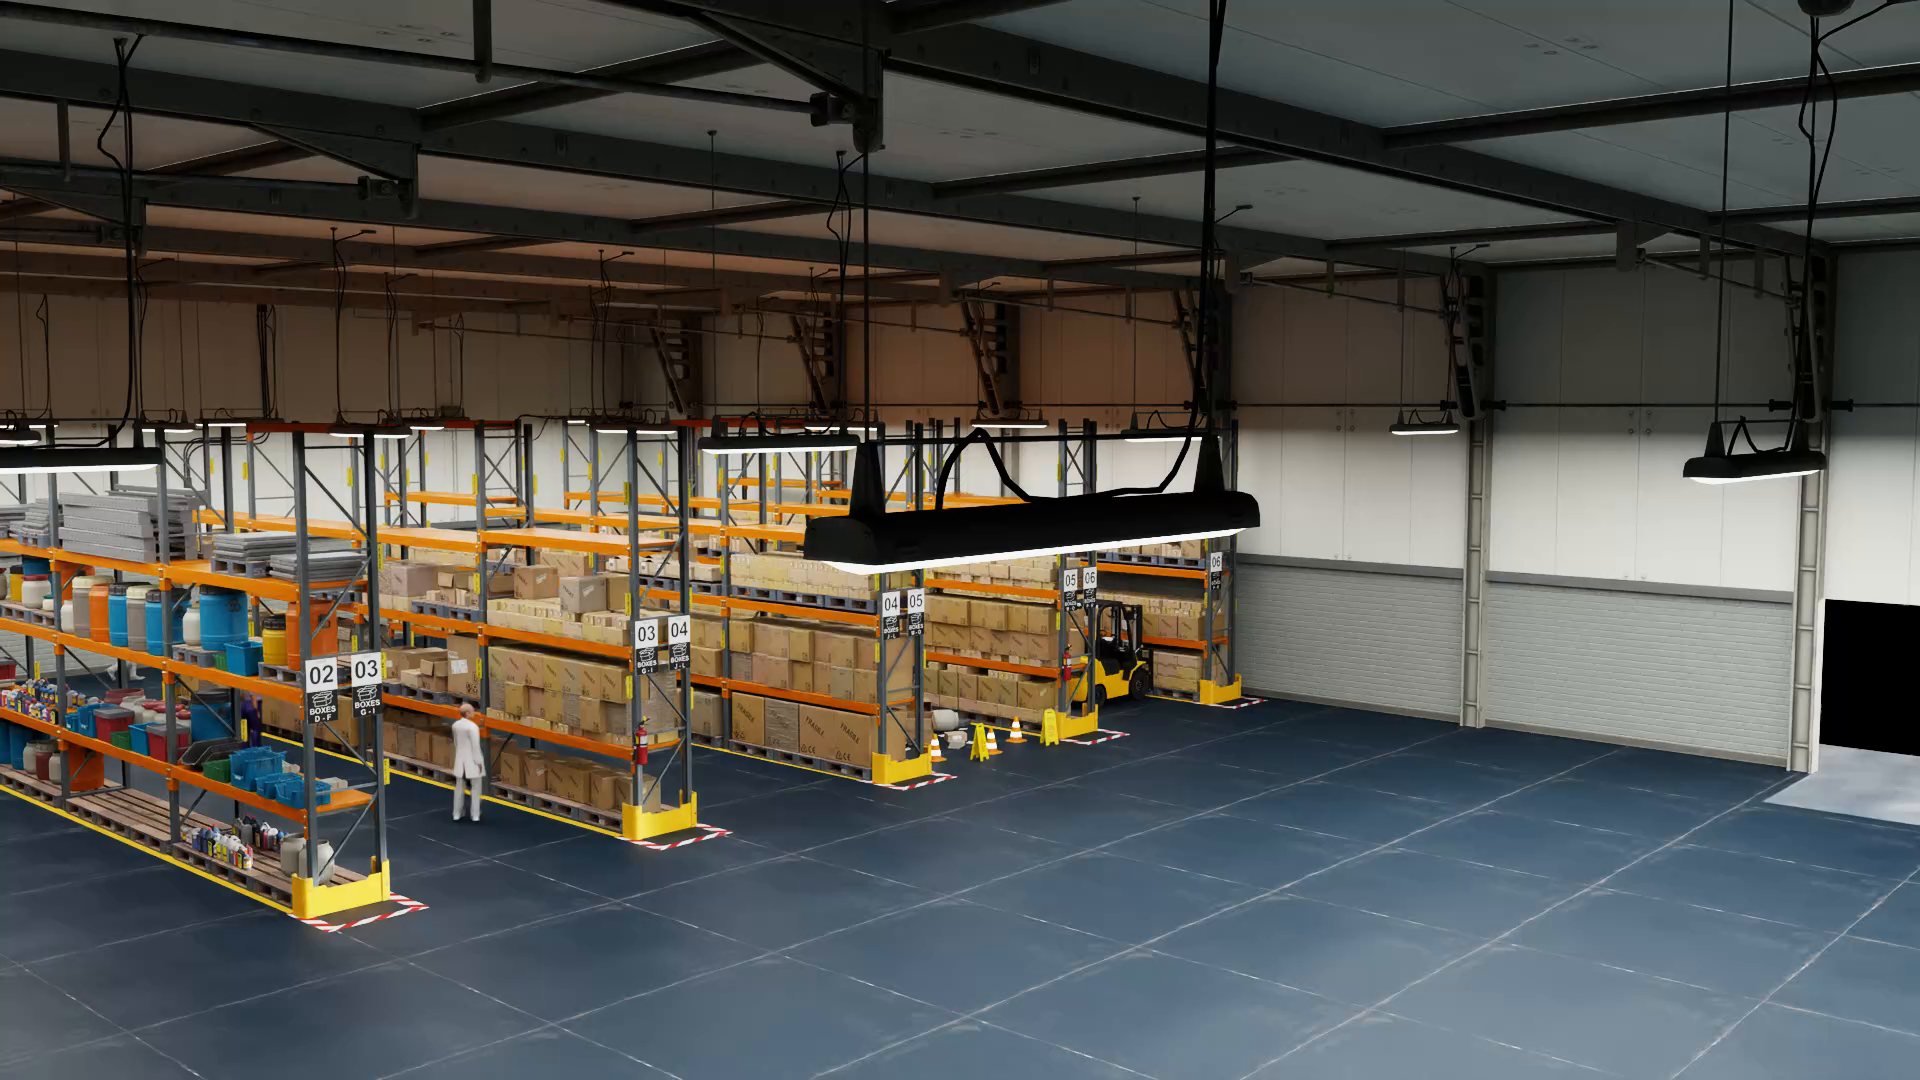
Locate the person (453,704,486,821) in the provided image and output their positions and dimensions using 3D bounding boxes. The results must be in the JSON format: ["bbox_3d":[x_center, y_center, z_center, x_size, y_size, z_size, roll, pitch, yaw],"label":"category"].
[{"bbox_3d":[-7.457,3.370,25.283,0.606,1.794,0.416,2,5,20],"label":"person"}]

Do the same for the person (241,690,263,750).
[{"bbox_3d":[-12.754,3.062,29.949,0.508,1.655,0.380,3,5,32],"label":"person"}]

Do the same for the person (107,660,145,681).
[{"bbox_3d":[-19.030,2.349,37.870,0.764,1.745,0.556,-2,5,-26],"label":"person"}]
